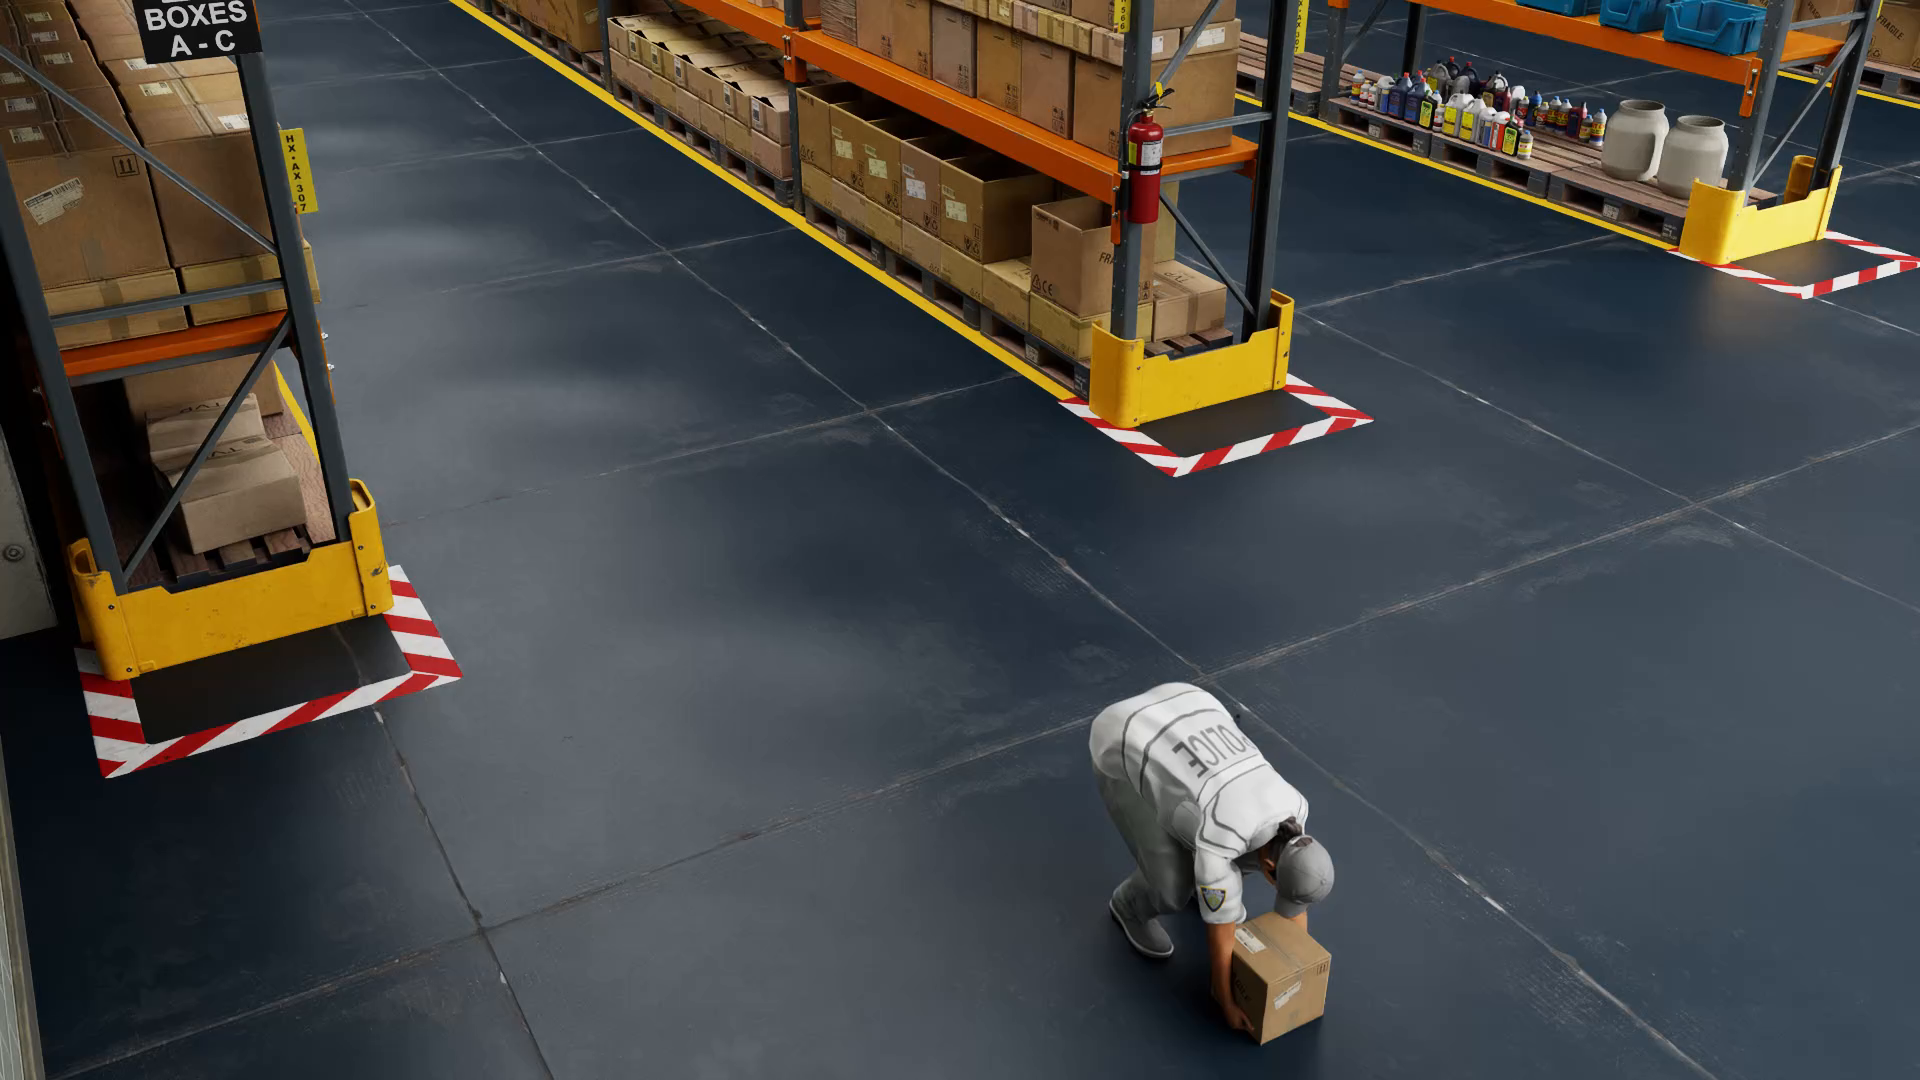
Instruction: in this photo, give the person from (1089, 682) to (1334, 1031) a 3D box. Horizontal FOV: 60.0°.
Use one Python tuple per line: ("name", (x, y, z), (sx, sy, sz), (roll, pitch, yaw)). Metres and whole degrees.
("person", (0.803, 0.967, 5.258), (0.522, 0.844, 0.941), (-17, 34, -28))
